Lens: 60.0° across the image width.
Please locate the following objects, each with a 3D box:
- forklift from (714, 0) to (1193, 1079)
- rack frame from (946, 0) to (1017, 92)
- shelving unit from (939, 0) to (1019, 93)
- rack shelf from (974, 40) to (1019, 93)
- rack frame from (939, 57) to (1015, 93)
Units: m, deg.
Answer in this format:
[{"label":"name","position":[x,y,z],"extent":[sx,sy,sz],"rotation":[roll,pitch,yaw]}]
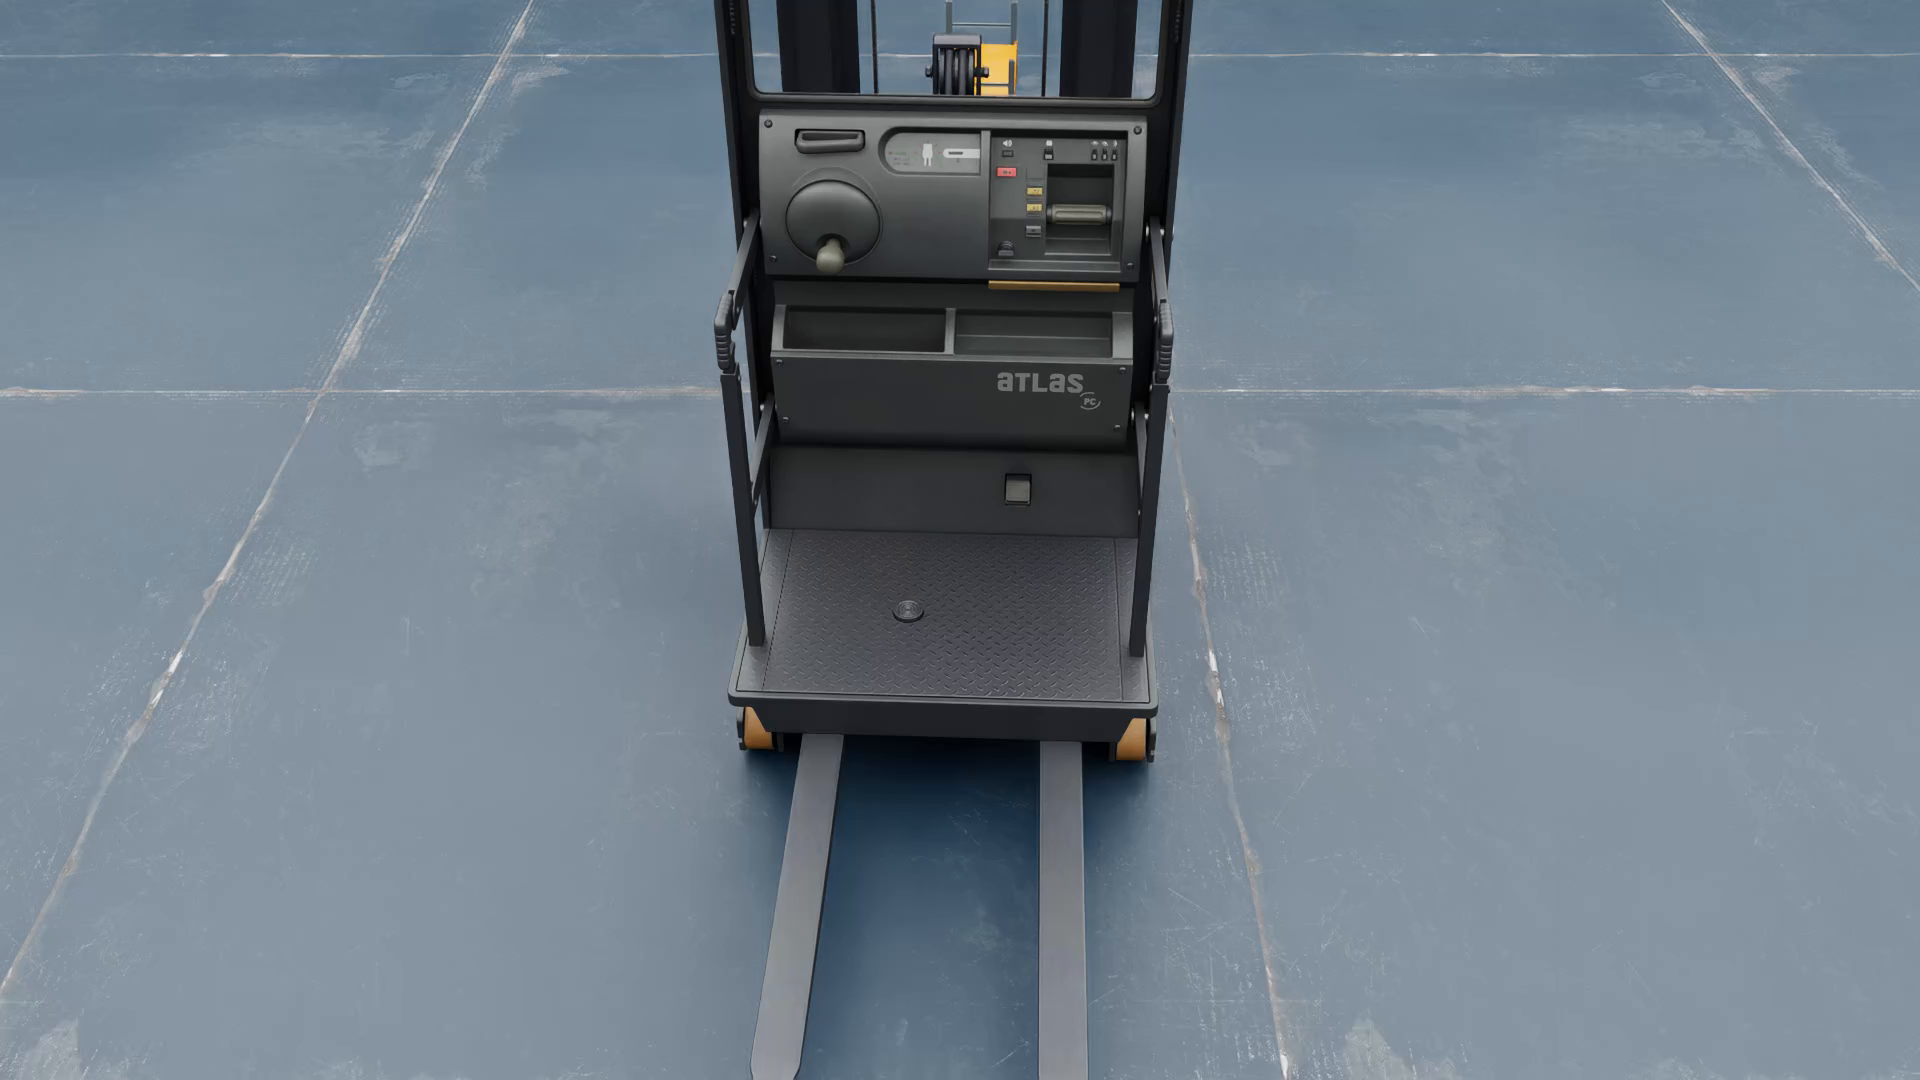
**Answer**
[{"label":"forklift","position":[-0.026,-0.755,3.848],"extent":[1.130,2.935,3.031],"rotation":[1,39,2]},{"label":"rack frame","position":[0.073,-1.346,5.970],"extent":[0.240,1.200,0.015],"rotation":[1,39,2]},{"label":"shelving unit","position":[0.063,-1.193,5.779],"extent":[0.258,1.200,0.503],"rotation":[1,39,2]},{"label":"rack shelf","position":[0.063,-1.500,5.534],"extent":[0.258,0.148,0.480],"rotation":[1,39,2]},{"label":"rack frame","position":[0.053,-1.041,5.589],"extent":[0.240,1.200,0.015],"rotation":[1,39,2]}]
